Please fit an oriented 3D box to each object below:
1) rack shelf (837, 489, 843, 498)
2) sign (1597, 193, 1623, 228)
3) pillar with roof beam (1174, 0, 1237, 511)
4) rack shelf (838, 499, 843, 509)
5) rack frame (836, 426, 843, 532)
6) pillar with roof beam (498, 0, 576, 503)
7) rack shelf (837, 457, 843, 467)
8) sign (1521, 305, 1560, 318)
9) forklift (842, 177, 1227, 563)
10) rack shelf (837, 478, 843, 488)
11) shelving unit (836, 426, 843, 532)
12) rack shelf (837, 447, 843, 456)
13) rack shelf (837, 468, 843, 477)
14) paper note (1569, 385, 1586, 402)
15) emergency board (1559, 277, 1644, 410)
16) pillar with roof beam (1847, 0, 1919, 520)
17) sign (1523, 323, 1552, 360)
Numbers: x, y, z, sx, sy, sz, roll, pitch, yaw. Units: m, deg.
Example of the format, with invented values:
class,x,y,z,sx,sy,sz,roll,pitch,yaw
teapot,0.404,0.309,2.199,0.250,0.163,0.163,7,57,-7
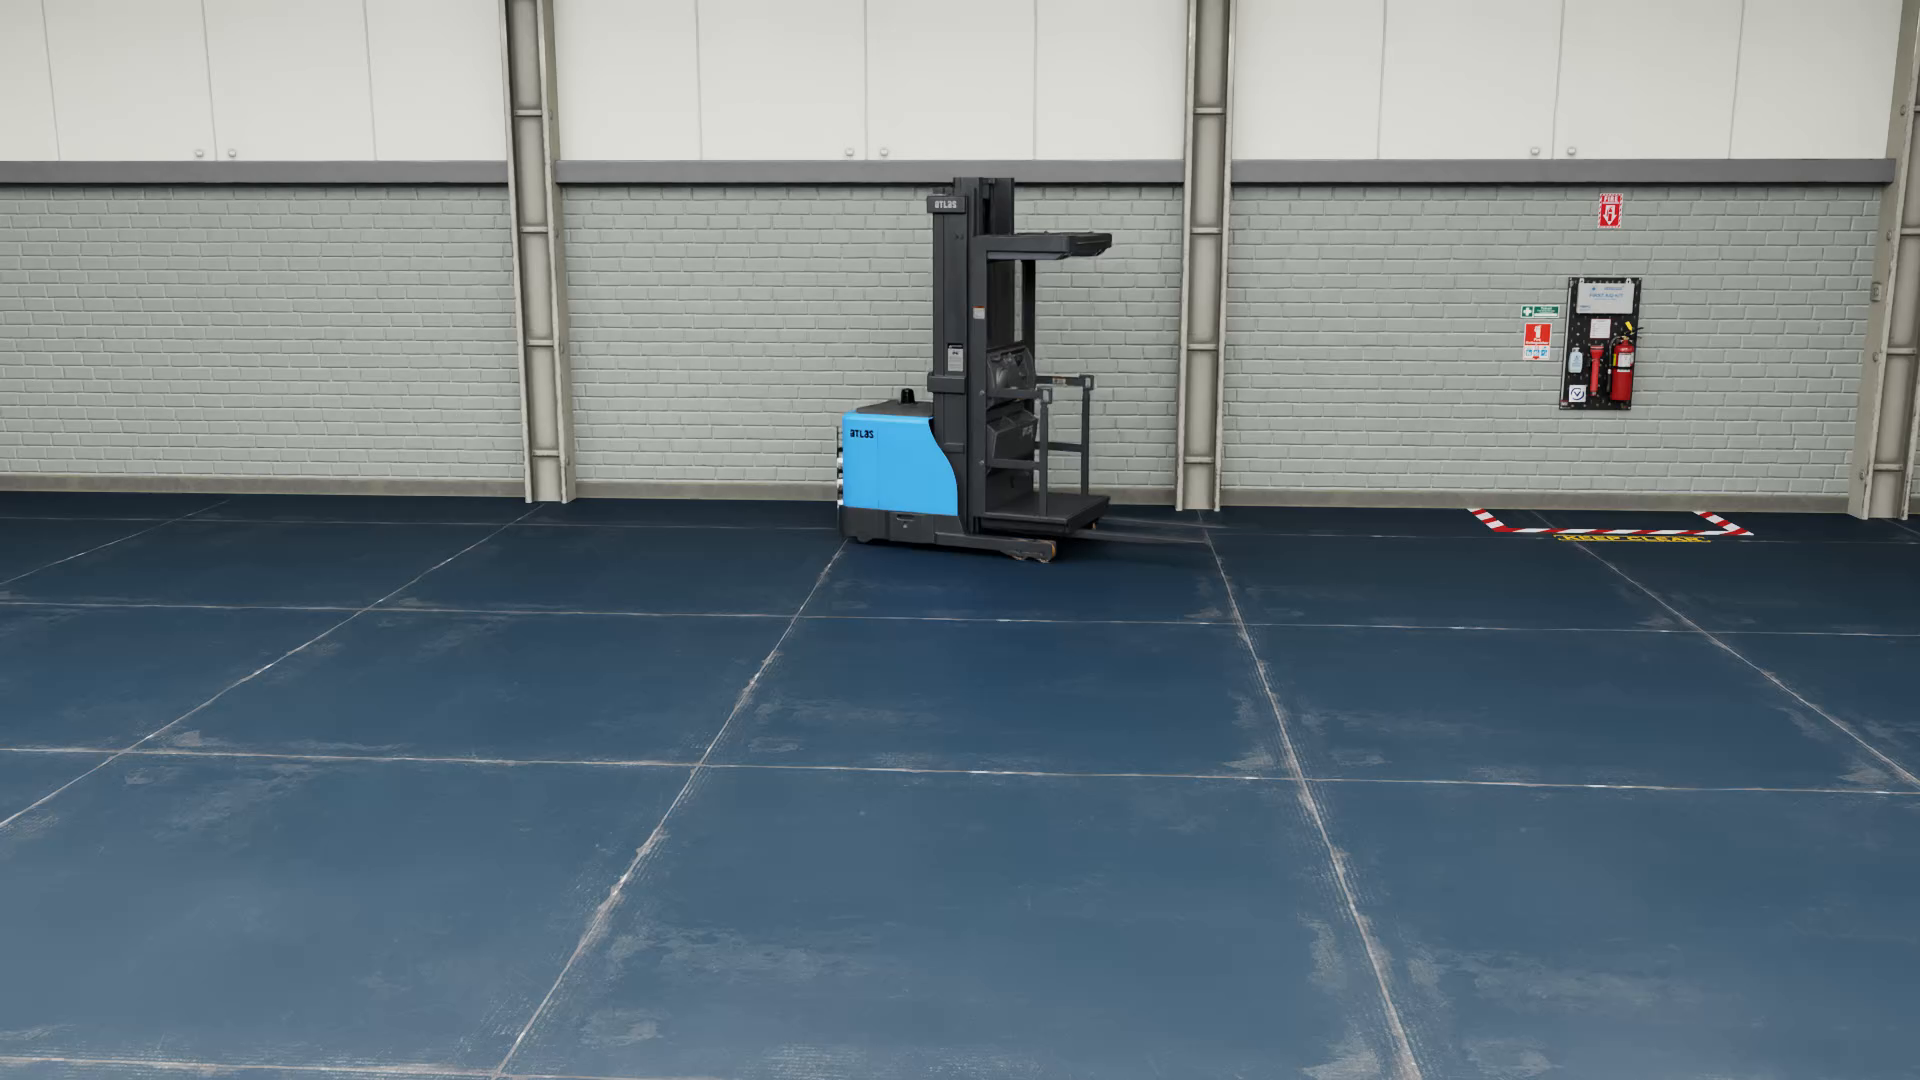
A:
class,x,y,z,sx,sy,sz,roll,pitch,yaw
rack shelf,-0.891,-0.403,14.098,0.200,0.077,0.258,5,13,23
sign,5.684,-2.877,14.534,0.199,0.298,0.001,1,12,4
pillar with roof beam,1.874,-3.819,10.049,0.400,9.000,9.100,1,12,4
rack shelf,-0.891,-0.315,14.116,0.200,0.077,0.258,5,13,23
rack frame,-0.985,-0.532,14.111,0.006,0.900,0.240,5,13,23
pillar with roof beam,-4.113,-3.901,10.441,0.400,9.000,9.100,1,12,4
rack shelf,-0.891,-0.667,14.042,0.200,0.077,0.258,5,13,23
sign,5.144,-2.026,14.744,0.331,0.109,0.001,1,12,4
forklift,0.595,-1.383,13.219,3.031,2.935,1.130,5,13,23
rack shelf,-0.891,-0.491,14.079,0.200,0.077,0.258,5,13,23
shelving unit,-0.891,-0.523,14.072,0.210,0.900,0.258,5,13,23
rack shelf,-0.891,-0.755,14.024,0.200,0.077,0.258,5,13,23
rack shelf,-0.891,-0.579,14.061,0.200,0.077,0.258,5,13,23
paper note,5.513,-1.307,14.843,0.142,0.148,0.016,1,12,4
emergency board,5.685,-1.722,14.674,0.643,1.169,0.194,1,12,4
pillar with roof beam,7.860,-3.737,9.656,0.400,9.000,9.100,1,12,4
sign,5.140,-1.768,14.807,0.234,0.329,0.001,1,12,4
